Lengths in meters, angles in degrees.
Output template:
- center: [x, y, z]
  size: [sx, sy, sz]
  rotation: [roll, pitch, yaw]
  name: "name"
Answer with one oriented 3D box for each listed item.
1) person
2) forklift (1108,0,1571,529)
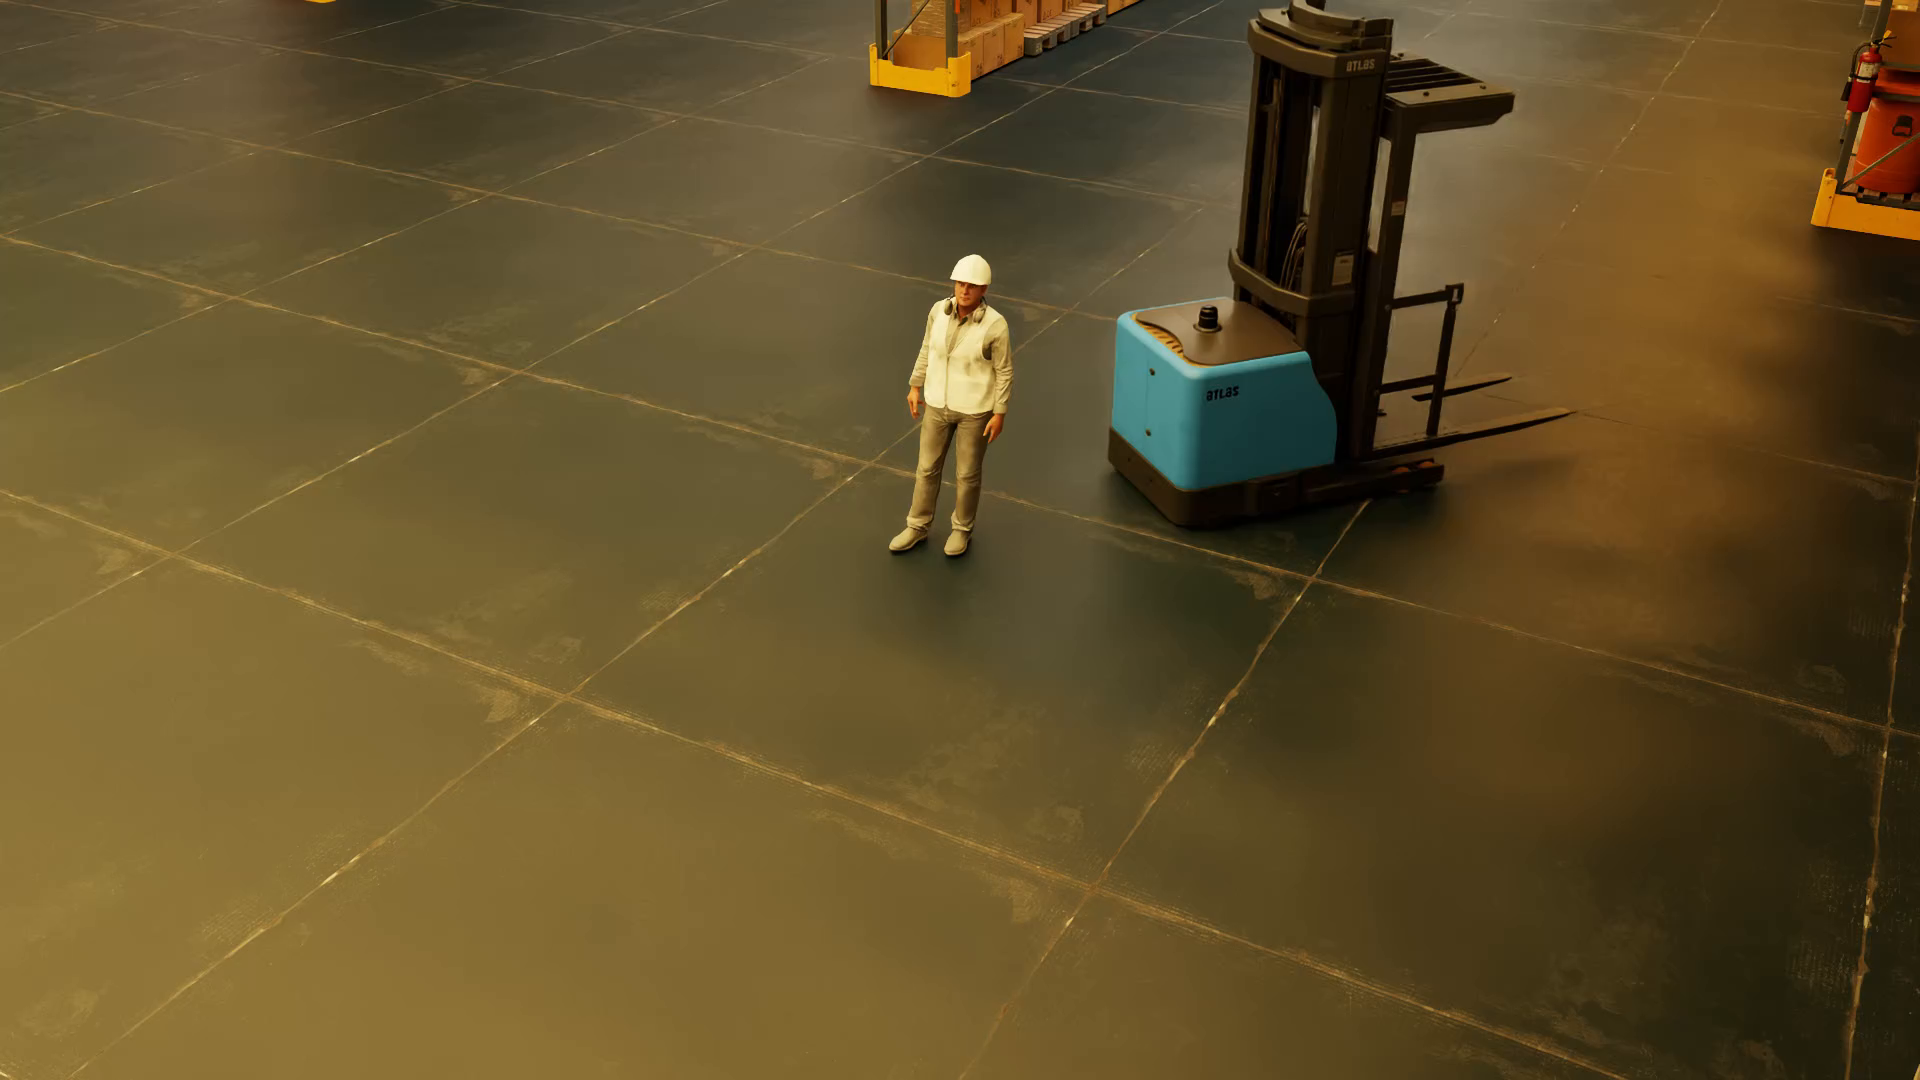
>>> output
- center: [-0.037, -0.749, 9.511]
  size: [0.634, 1.775, 0.566]
  rotation: [15, 33, 25]
  name: "person"
- center: [2.527, -1.798, 10.187]
  size: [3.031, 2.935, 1.130]
  rotation: [-11, 32, -19]
  name: "forklift"
